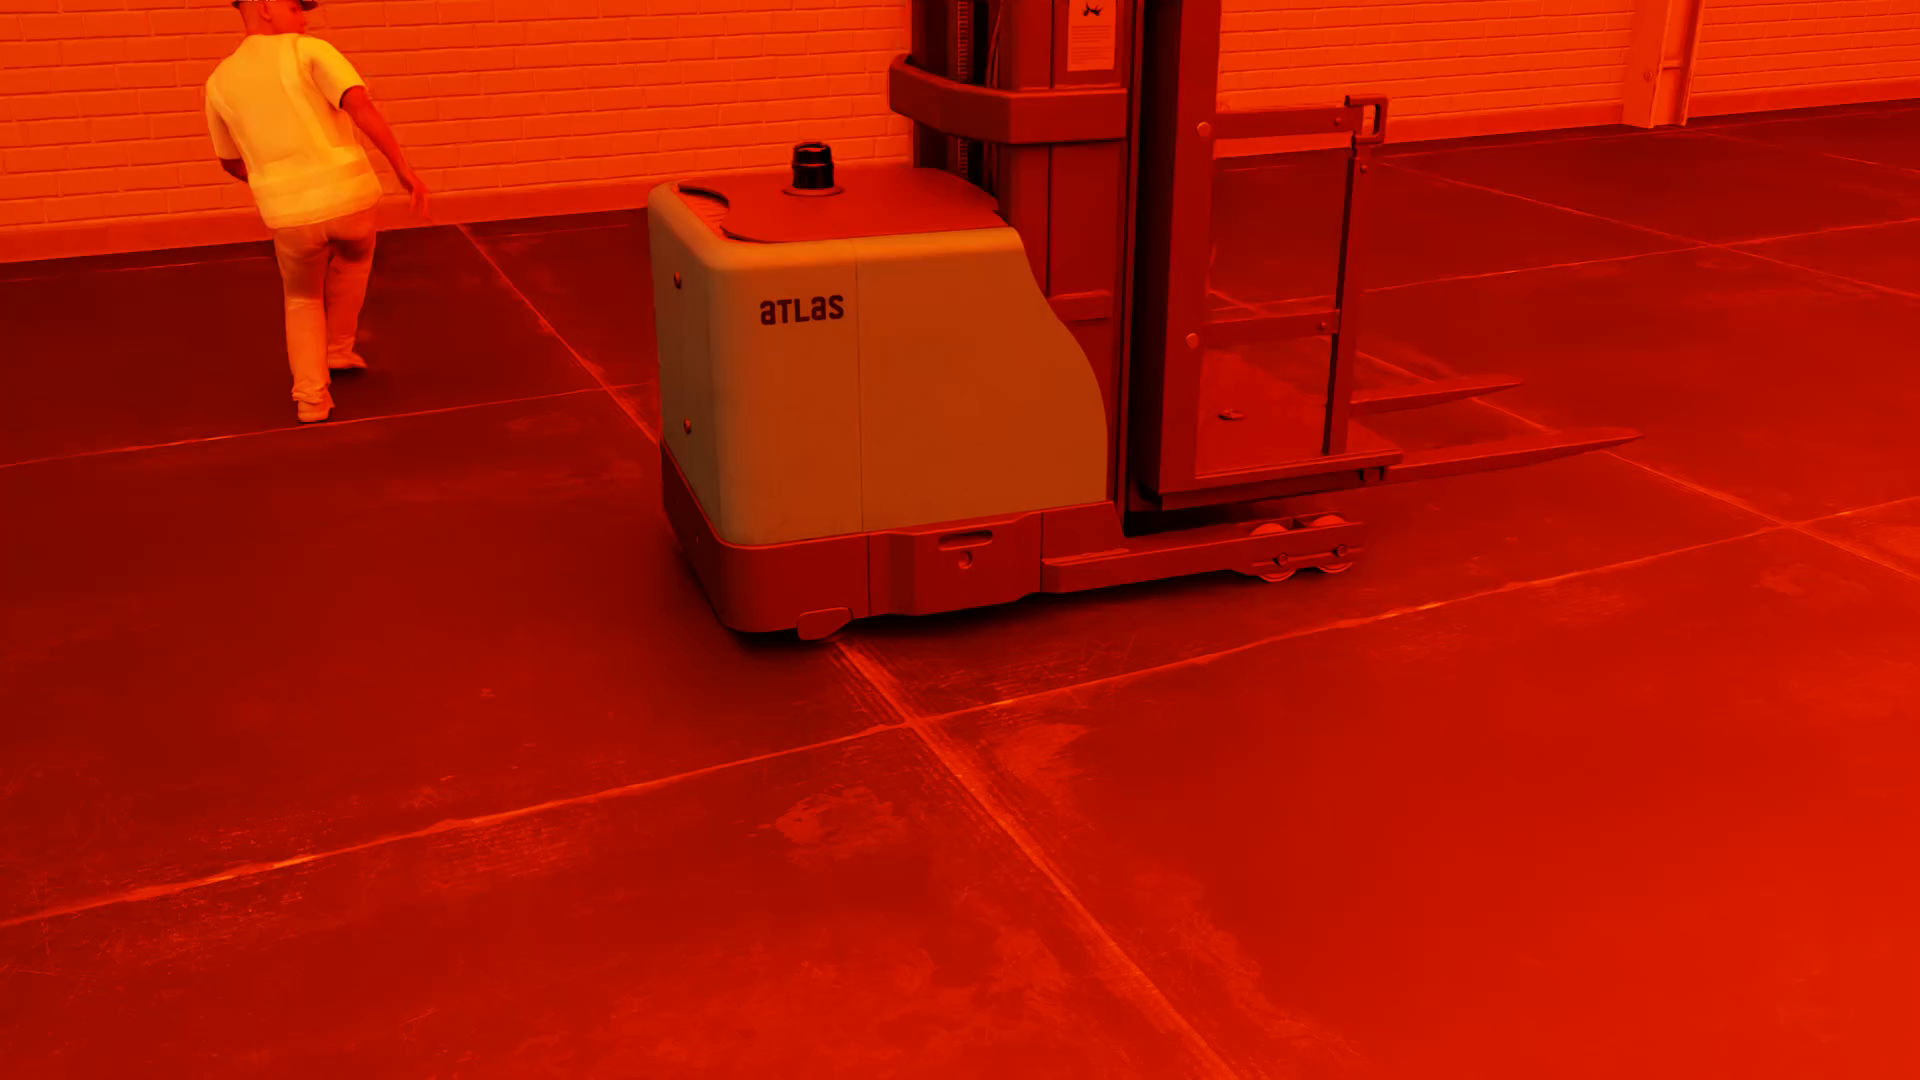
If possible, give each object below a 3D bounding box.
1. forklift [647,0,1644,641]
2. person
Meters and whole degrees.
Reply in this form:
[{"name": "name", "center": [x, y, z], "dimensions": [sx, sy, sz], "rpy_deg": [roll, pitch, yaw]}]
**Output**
[{"name": "forklift", "center": [0.659, -1.415, 4.692], "dimensions": [3.031, 2.935, 1.130], "rpy_deg": [-8, 24, -18]}, {"name": "person", "center": [-2.327, -1.291, 6.180], "dimensions": [0.806, 1.583, 0.822], "rpy_deg": [-3, 23, -7]}]
